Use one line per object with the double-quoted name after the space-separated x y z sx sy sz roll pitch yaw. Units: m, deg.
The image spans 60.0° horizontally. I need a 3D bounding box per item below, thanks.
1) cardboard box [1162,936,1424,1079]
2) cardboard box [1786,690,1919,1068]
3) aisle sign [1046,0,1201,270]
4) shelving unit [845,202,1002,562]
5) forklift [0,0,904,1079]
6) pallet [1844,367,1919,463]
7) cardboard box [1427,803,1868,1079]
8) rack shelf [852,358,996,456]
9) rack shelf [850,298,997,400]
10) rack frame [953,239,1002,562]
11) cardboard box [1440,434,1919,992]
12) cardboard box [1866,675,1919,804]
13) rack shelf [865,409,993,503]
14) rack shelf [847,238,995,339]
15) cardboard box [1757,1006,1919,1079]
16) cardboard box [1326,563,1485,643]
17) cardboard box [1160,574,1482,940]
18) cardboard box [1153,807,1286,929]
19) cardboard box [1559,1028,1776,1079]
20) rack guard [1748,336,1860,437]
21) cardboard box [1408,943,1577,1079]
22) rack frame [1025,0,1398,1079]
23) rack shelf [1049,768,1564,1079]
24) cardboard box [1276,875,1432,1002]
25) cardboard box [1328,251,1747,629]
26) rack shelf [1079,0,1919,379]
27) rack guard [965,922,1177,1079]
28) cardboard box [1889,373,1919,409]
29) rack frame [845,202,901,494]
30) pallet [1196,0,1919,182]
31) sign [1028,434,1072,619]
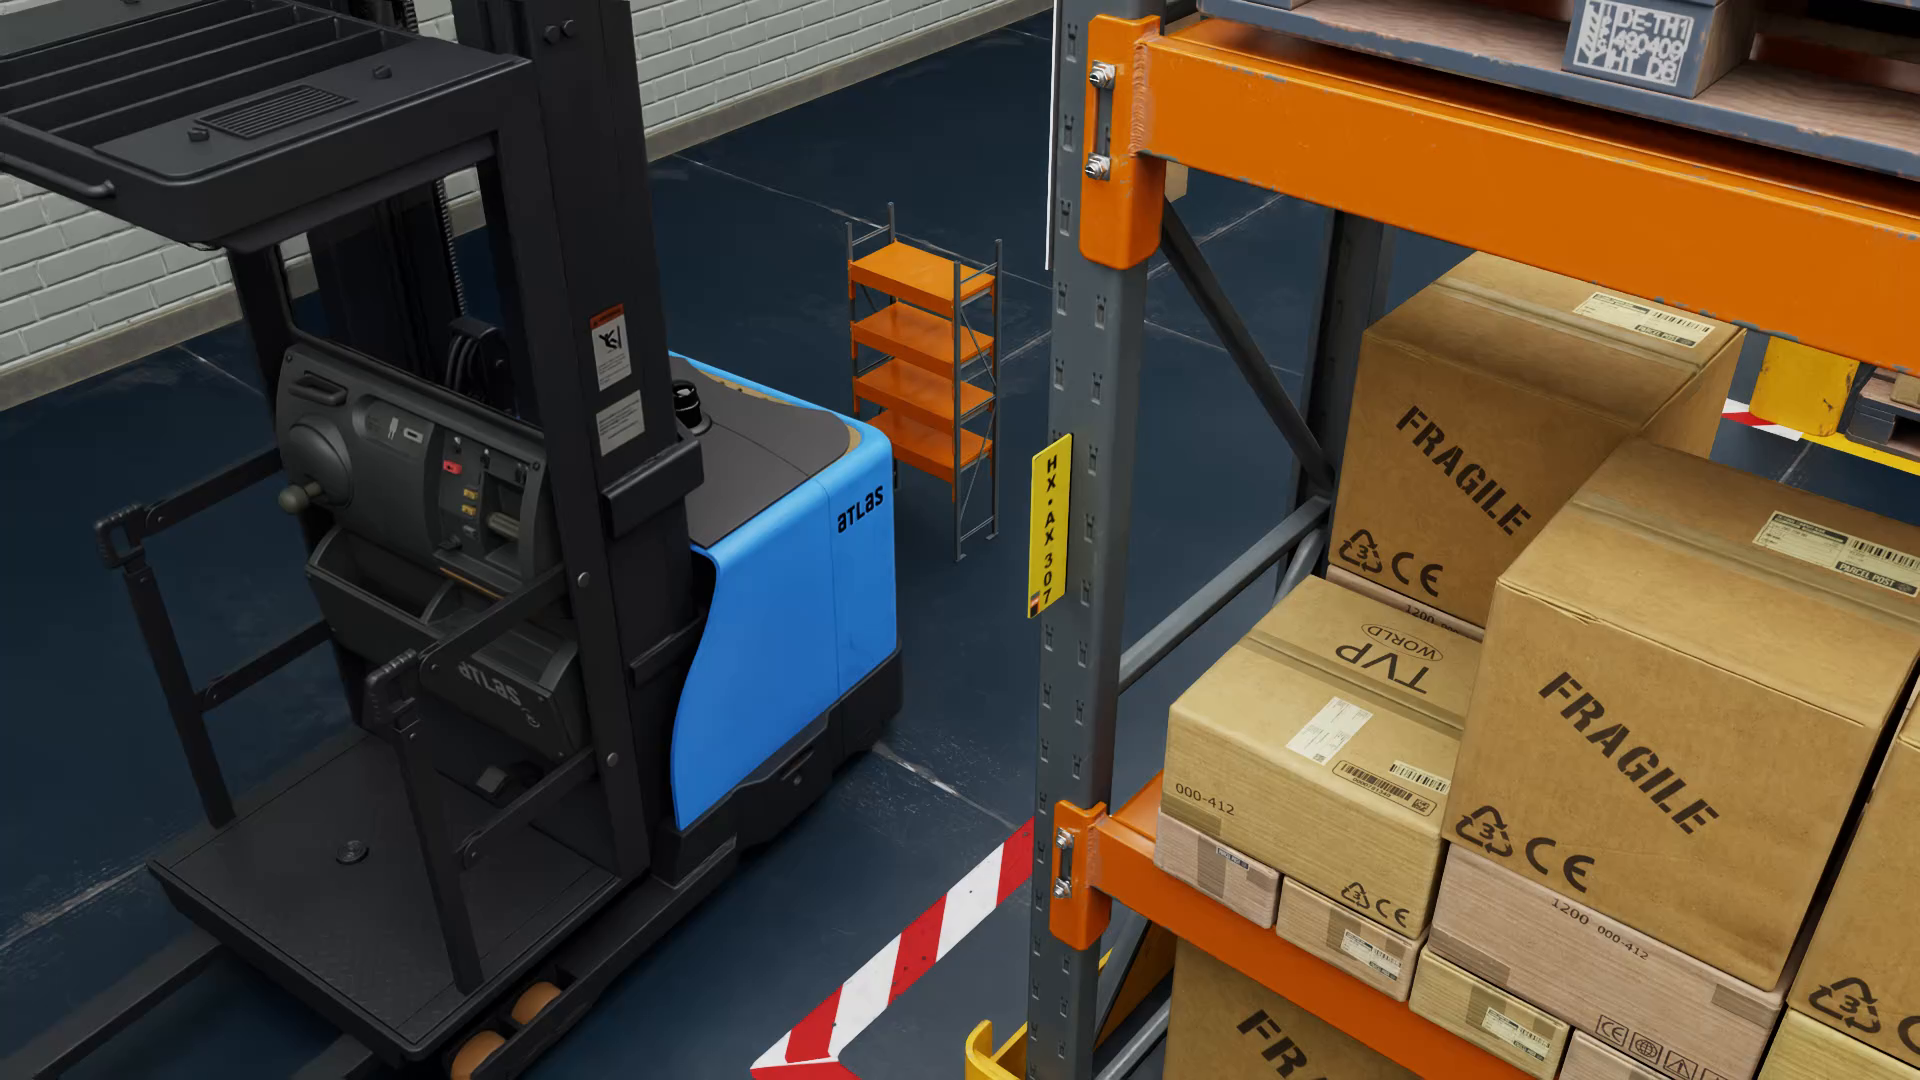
1.053 1.030 3.606 0.875 0.875 0.875 25 42 32 "cardboard box"
1.492 0.418 2.199 0.500 0.500 0.500 24 41 31 "cardboard box"
0.262 -0.837 2.522 0.004 0.787 0.394 25 42 32 "aisle sign"
-0.127 -0.555 5.998 0.503 1.200 0.258 25 42 32 "shelving unit"
-1.441 -0.112 3.823 1.130 2.935 3.031 22 40 28 "forklift"
4.421 -0.504 6.797 1.213 0.211 1.003 25 42 32 "pallet"
1.110 0.547 2.674 0.500 0.250 0.500 25 41 31 "cardboard box"
-0.127 -0.499 6.036 0.480 0.148 0.258 25 42 32 "rack shelf"
-0.127 -0.683 5.909 0.480 0.148 0.258 25 42 32 "rack shelf"
0.060 -0.466 5.869 0.015 1.200 0.240 25 42 32 "rack frame"
1.090 0.233 2.468 0.500 0.500 0.500 24 41 31 "cardboard box"
1.441 0.314 3.013 0.500 0.250 0.500 24 41 31 "cardboard box"
-0.127 -0.335 6.148 0.480 0.148 0.258 25 42 32 "rack shelf"
-0.127 -0.878 5.775 0.480 0.148 0.258 25 42 32 "rack shelf"
1.493 0.730 2.407 0.500 0.250 0.500 24 41 30 "cardboard box"
1.052 0.130 3.281 0.500 0.250 0.500 25 41 31 "cardboard box"
0.706 0.361 2.944 0.500 0.250 0.500 24 41 31 "cardboard box"
0.571 0.506 3.085 0.250 0.149 0.380 26 42 32 "cardboard box"
1.168 0.785 2.679 0.250 0.149 0.380 25 41 31 "cardboard box"
3.819 -0.933 7.167 0.348 0.500 1.175 25 42 32 "rack guard"
0.966 0.691 2.816 0.250 0.149 0.380 24 41 31 "cardboard box"
0.510 0.131 3.410 0.127 3.000 1.000 25 42 32 "rack frame"
2.047 1.152 2.559 4.000 0.370 1.077 25 42 32 "rack shelf"
0.769 0.599 2.951 0.250 0.149 0.380 25 41 31 "cardboard box"
1.052 -0.177 3.066 0.500 0.500 0.500 26 42 32 "cardboard box"
2.047 -0.085 1.710 4.000 0.370 1.077 25 42 32 "rack shelf"
0.491 1.152 4.130 0.348 0.500 1.175 25 42 32 "rack guard"
3.959 -0.660 6.708 0.250 0.149 0.380 26 42 33 "cardboard box"
-0.315 -0.643 6.126 0.015 1.200 0.240 25 42 32 "rack frame"
1.087 -0.805 2.201 1.213 0.211 1.003 25 42 32 "pallet"
0.150 -0.020 2.794 0.005 0.325 0.100 25 42 32 "sign"
